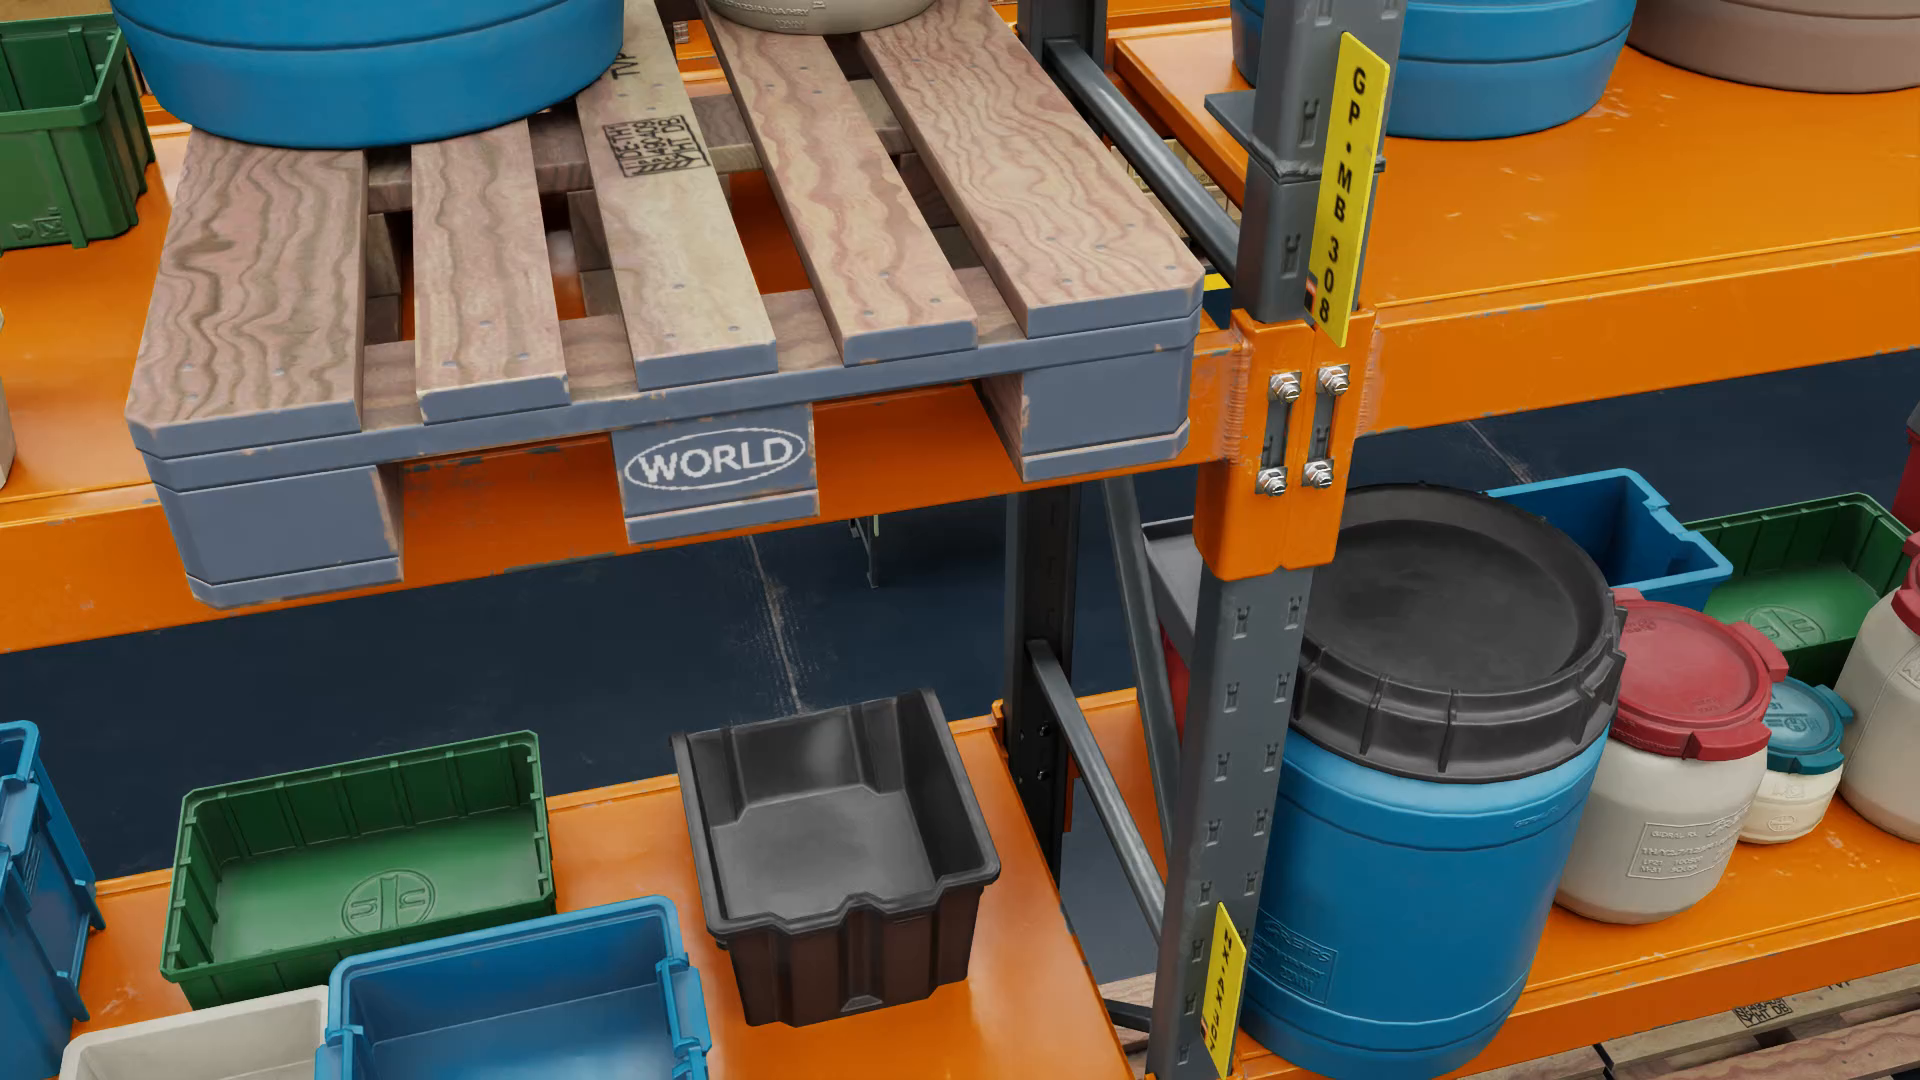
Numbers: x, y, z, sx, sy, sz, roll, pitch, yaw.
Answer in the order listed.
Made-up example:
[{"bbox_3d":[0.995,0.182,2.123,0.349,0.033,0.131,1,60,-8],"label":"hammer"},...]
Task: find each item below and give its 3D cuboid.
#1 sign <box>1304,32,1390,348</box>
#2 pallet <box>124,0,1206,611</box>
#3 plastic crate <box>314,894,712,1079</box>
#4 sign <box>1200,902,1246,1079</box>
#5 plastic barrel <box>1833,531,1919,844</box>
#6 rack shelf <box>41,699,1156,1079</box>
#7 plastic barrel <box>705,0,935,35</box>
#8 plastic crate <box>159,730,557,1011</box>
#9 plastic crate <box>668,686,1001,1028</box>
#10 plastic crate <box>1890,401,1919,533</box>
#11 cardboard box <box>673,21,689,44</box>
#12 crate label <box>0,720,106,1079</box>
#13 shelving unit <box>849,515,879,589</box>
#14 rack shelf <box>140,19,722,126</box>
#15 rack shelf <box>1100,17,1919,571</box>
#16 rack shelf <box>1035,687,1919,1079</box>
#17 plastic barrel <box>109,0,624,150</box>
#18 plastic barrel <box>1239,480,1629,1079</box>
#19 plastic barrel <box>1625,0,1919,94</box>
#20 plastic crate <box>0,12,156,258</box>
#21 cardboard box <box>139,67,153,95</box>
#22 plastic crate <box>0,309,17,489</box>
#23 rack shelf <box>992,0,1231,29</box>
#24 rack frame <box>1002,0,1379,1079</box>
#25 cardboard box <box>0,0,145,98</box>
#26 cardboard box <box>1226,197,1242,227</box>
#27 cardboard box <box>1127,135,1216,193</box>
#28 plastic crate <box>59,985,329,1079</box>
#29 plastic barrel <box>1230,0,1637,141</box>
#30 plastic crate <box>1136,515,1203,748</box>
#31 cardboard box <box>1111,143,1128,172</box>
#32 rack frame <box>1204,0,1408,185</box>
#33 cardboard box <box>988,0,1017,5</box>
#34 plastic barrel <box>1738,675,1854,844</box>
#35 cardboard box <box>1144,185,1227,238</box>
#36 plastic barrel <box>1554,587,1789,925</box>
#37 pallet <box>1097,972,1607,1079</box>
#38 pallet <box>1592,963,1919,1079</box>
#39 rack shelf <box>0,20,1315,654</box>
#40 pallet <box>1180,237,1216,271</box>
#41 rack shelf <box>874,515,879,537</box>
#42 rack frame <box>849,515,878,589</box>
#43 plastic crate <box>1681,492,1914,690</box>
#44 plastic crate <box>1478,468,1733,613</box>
[{"bbox_3d":[0.413,-0.371,1.790,0.005,0.325,0.100,-9,38,-12],"label":"sign"},{"bbox_3d":[-0.391,-0.445,2.050,1.003,0.211,1.213,-9,38,-12],"label":"pallet"},{"bbox_3d":[-0.718,0.893,2.736,0.616,0.251,0.499,-9,38,-12],"label":"plastic crate"},{"bbox_3d":[0.413,0.714,2.620,0.005,0.325,0.100,-9,38,-12],"label":"sign"},{"bbox_3d":[1.969,0.307,3.268,0.433,0.535,0.433,0,37,0],"label":"plastic barrel"},{"bbox_3d":[-1.651,1.102,2.932,4.000,0.370,1.077,-9,38,-12],"label":"rack shelf"},{"bbox_3d":[-0.187,-0.950,2.116,0.421,0.512,0.421,0,37,0],"label":"plastic barrel"},{"bbox_3d":[-1.104,0.633,3.128,0.662,0.188,0.450,-9,38,-12],"label":"plastic crate"},{"bbox_3d":[-0.259,0.533,3.136,0.504,0.338,0.767,-9,38,-12],"label":"plastic crate"},{"bbox_3d":[2.502,-0.083,3.837,0.583,0.464,0.402,-9,38,-12],"label":"plastic crate"},{"bbox_3d":[-1.435,-2.372,6.800,0.500,0.500,0.700,-10,39,-13],"label":"cardboard box"},{"bbox_3d":[-1.875,0.669,2.877,0.616,0.435,0.502,-9,38,-12],"label":"crate label"},{"bbox_3d":[-0.006,-0.595,5.793,0.755,1.500,0.431,-9,38,-12],"label":"shelving unit"},{"bbox_3d":[-2.939,-1.804,6.731,4.000,0.370,1.077,-9,38,-12],"label":"rack shelf"},{"bbox_3d":[2.211,-0.723,2.849,4.000,0.370,1.077,-9,38,-12],"label":"rack shelf"},{"bbox_3d":[2.211,0.469,3.761,4.000,0.370,1.077,-9,38,-12],"label":"rack shelf"},{"bbox_3d":[-0.709,-0.963,1.813,0.708,0.901,0.600,-9,38,-12],"label":"plastic barrel"},{"bbox_3d":[0.732,0.417,2.823,0.708,0.901,0.600,-9,38,-12],"label":"plastic barrel"},{"bbox_3d":[1.346,-1.202,2.471,0.600,0.901,0.600,0,37,0],"label":"plastic barrel"},{"bbox_3d":[-1.314,-0.517,2.163,0.450,0.188,0.336,-9,38,-12],"label":"plastic crate"},{"bbox_3d":[-2.922,-2.126,6.478,0.500,0.500,0.700,-8,38,-11],"label":"cardboard box"},{"bbox_3d":[-1.164,-0.096,1.654,0.396,0.136,0.243,-9,38,-12],"label":"plastic crate"},{"bbox_3d":[0.923,-2.437,7.560,4.000,0.370,1.077,-9,38,-12],"label":"rack shelf"},{"bbox_3d":[0.280,0.500,3.128,0.127,3.000,1.000,-9,38,-12],"label":"rack frame"},{"bbox_3d":[-3.429,-2.040,6.366,0.500,0.500,0.700,-9,38,-12],"label":"cardboard box"},{"bbox_3d":[1.427,-1.727,7.956,0.500,0.250,0.500,-8,38,-11],"label":"cardboard box"},{"bbox_3d":[0.940,-1.867,7.678,0.500,0.311,0.500,-8,38,-11],"label":"cardboard box"},{"bbox_3d":[-1.222,1.010,2.678,0.437,0.136,0.530,-9,38,-12],"label":"plastic crate"},{"bbox_3d":[0.714,-1.099,2.336,0.708,0.901,0.600,-9,38,-12],"label":"plastic barrel"},{"bbox_3d":[0.668,0.218,3.443,0.583,0.464,0.402,-9,38,-12],"label":"plastic crate"},{"bbox_3d":[0.440,-1.782,7.567,0.500,0.311,0.500,-11,39,-13],"label":"cardboard box"},{"bbox_3d":[0.280,-1.883,1.305,0.127,3.000,1.000,-9,38,-12],"label":"rack frame"},{"bbox_3d":[0.246,-2.642,7.152,0.500,0.500,0.500,-7,38,-9],"label":"cardboard box"},{"bbox_3d":[1.598,0.435,3.326,0.301,0.262,0.301,0,37,0],"label":"plastic barrel"},{"bbox_3d":[0.931,-1.643,7.847,0.500,0.250,0.500,-9,38,-11],"label":"cardboard box"},{"bbox_3d":[1.261,0.423,3.117,0.433,0.535,0.433,0,37,0],"label":"plastic barrel"},{"bbox_3d":[1.028,1.460,4.168,1.213,0.211,1.003,-9,38,-12],"label":"pallet"},{"bbox_3d":[2.208,1.265,4.423,1.213,0.211,1.003,-9,38,-12],"label":"pallet"},{"bbox_3d":[-1.651,-0.089,2.021,4.000,0.370,1.077,-9,38,-12],"label":"rack shelf"},{"bbox_3d":[0.873,-1.634,8.212,1.213,0.211,1.003,-9,38,-12],"label":"pallet"},{"bbox_3d":[-0.006,-0.336,5.991,0.720,0.370,0.431,-9,38,-12],"label":"rack shelf"},{"bbox_3d":[-0.360,-0.537,5.717,0.023,1.500,0.400,-9,38,-12],"label":"rack frame"},{"bbox_3d":[1.888,0.142,3.769,0.662,0.188,0.450,-9,38,-12],"label":"plastic crate"},{"bbox_3d":[1.264,0.149,3.600,0.575,0.384,0.392,-9,38,-12],"label":"plastic crate"}]
